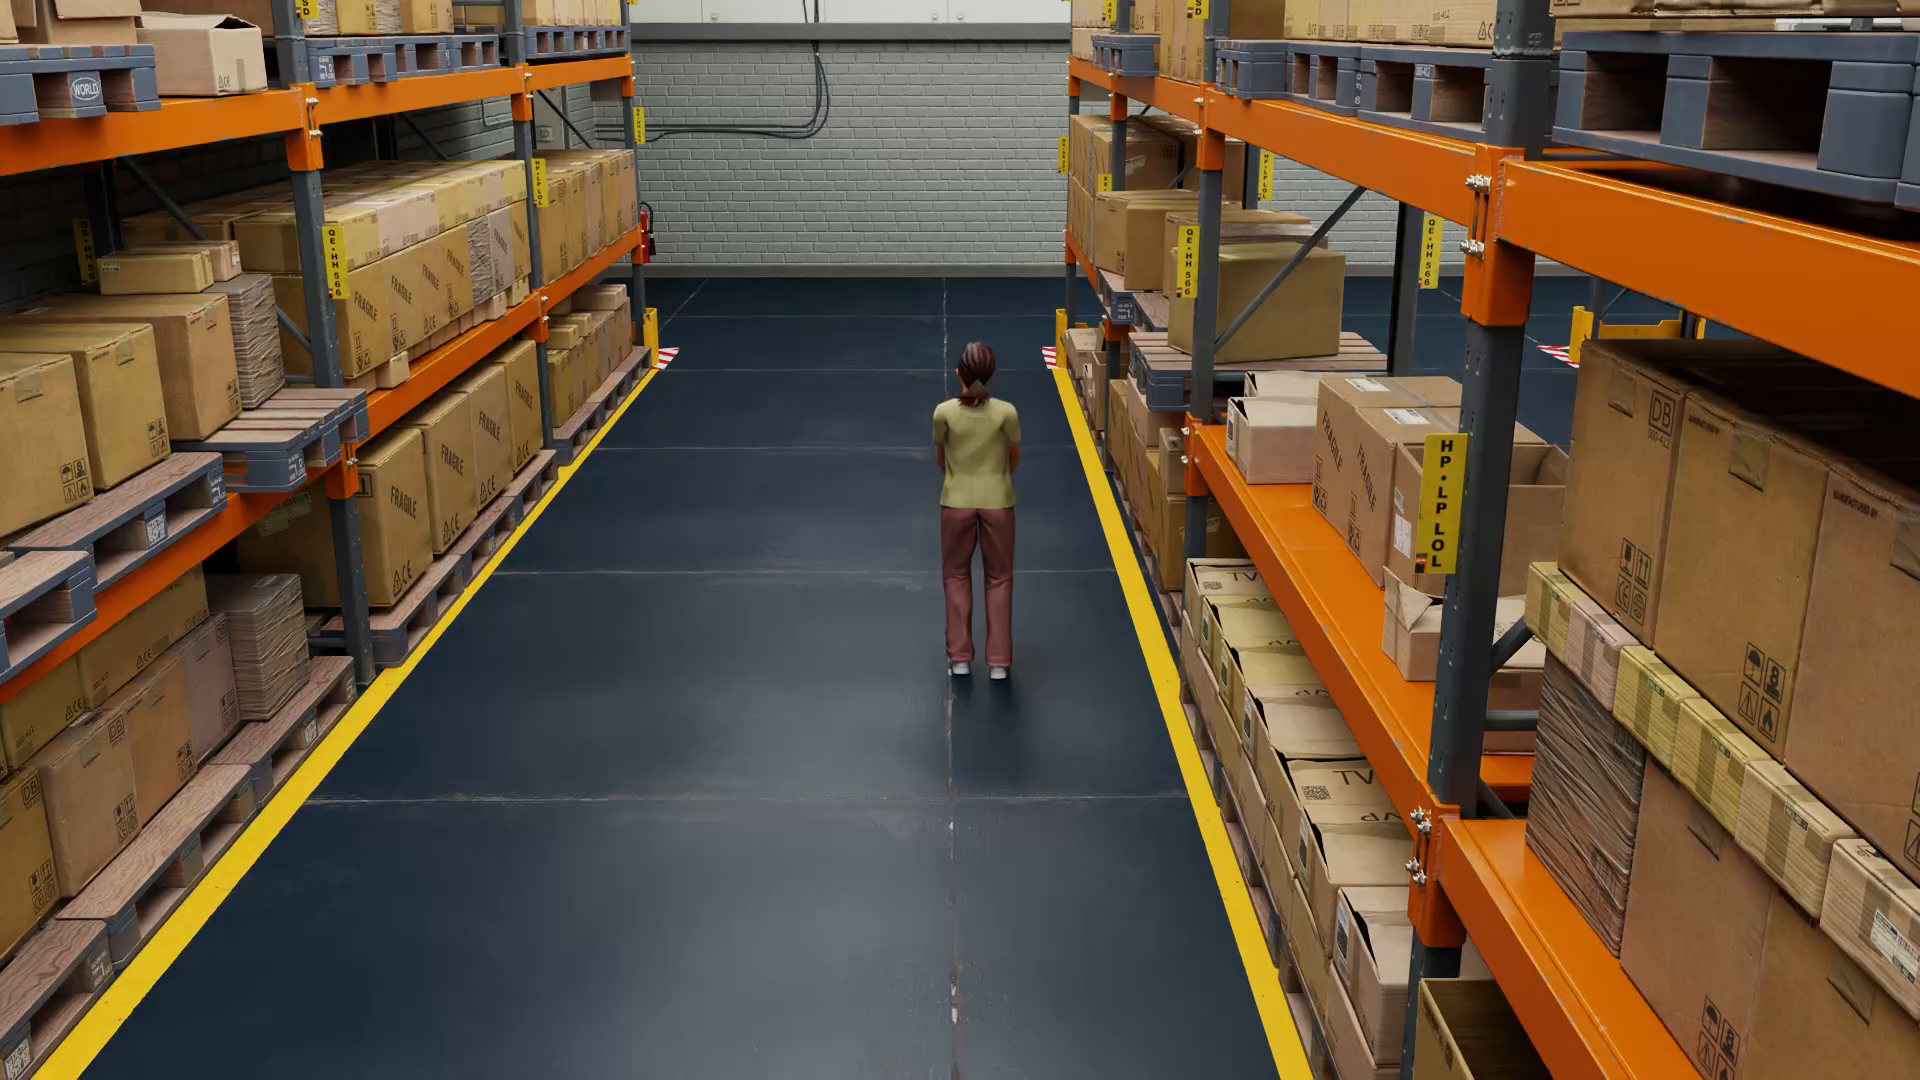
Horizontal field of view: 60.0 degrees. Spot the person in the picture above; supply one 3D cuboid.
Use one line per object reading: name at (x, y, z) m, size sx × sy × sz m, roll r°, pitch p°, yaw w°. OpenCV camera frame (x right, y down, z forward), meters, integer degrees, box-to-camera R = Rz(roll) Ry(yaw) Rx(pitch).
person at (0.083, -0.157, 8.077) m, size 0.426 × 1.667 × 0.544 m, roll 0°, pitch 17°, yaw 1°
